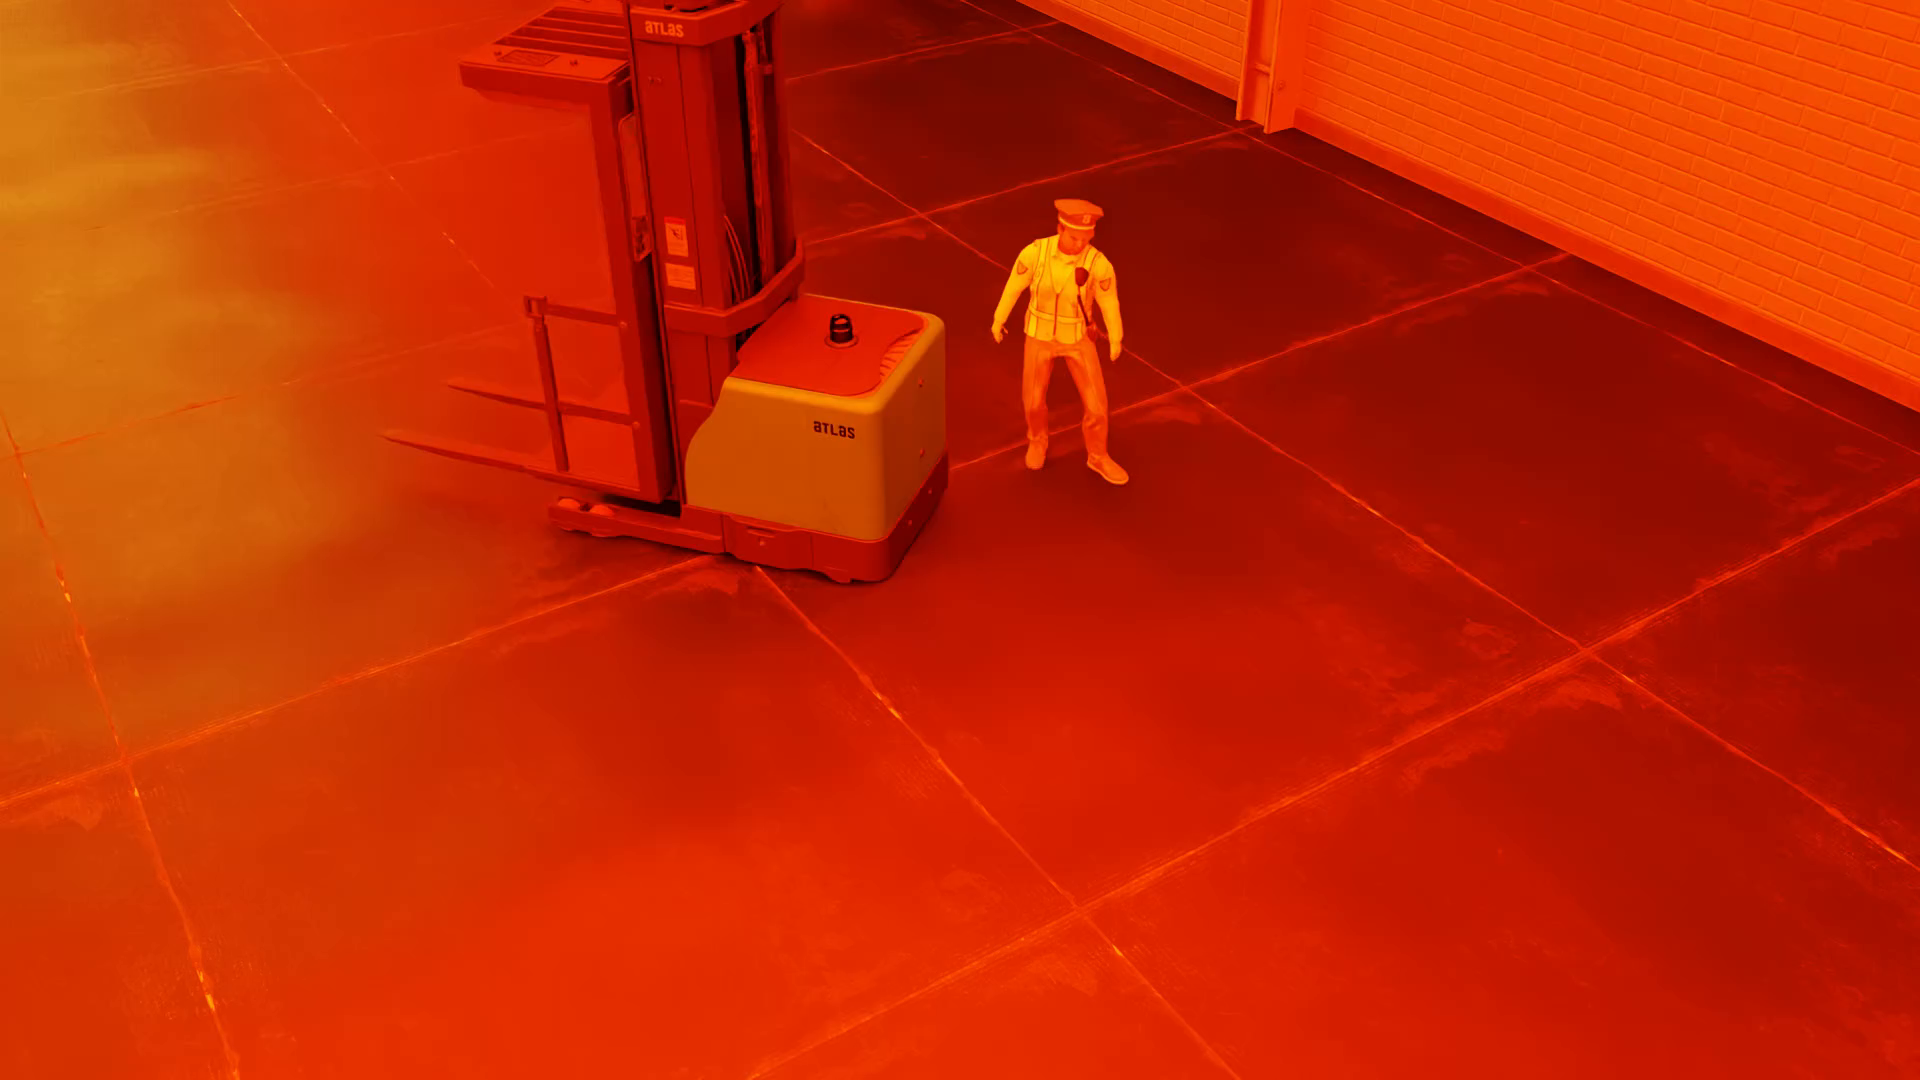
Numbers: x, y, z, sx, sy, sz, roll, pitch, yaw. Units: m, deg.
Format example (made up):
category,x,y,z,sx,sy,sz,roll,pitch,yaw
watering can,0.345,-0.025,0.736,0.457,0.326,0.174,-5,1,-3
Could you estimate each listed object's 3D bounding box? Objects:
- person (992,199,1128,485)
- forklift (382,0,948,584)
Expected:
category,x,y,z,sx,sy,sz,roll,pitch,yaw
person,0.550,-1.061,8.829,0.809,1.639,0.417,8,36,12
forklift,-1.636,-1.487,8.264,3.031,2.935,1.130,11,37,16
